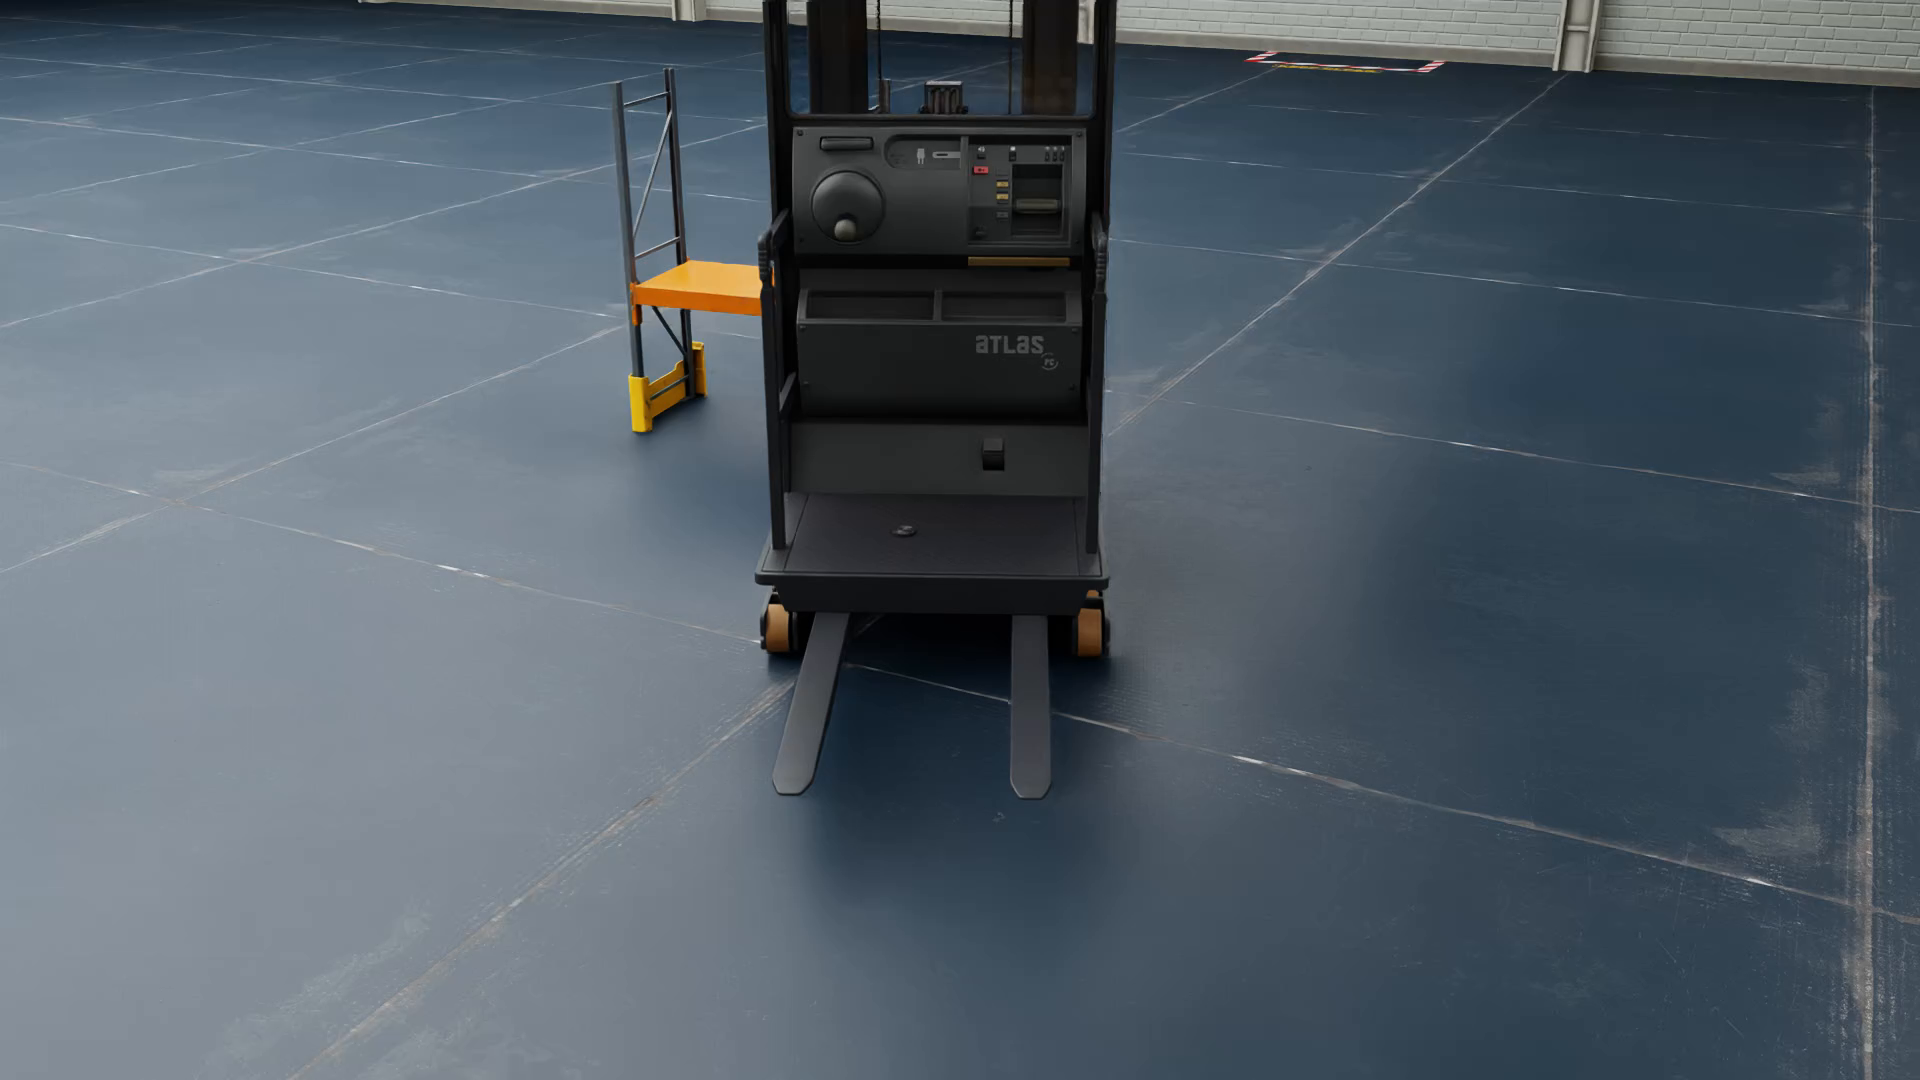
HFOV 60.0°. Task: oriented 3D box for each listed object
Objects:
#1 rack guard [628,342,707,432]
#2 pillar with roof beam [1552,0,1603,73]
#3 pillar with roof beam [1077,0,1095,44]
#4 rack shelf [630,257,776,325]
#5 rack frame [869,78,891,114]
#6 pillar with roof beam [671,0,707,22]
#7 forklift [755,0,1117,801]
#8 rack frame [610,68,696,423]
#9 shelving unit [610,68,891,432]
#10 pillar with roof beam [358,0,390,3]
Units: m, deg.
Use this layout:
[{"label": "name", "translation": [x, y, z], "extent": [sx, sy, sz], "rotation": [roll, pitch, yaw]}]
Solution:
[{"label": "rack guard", "translation": [-1.327, -0.703, 7.585], "extent": [0.087, 0.250, 0.587], "rotation": [8, 24, 18]}, {"label": "pillar with roof beam", "translation": [4.930, -7.910, 13.351], "extent": [0.400, 9.000, 9.100], "rotation": [11, 25, 25]}, {"label": "pillar with roof beam", "translation": [-0.425, -8.969, 15.842], "extent": [0.400, 9.000, 9.100], "rotation": [11, 25, 25]}, {"label": "rack shelf", "translation": [-0.865, -1.050, 7.262], "extent": [1.000, 0.185, 0.538], "rotation": [8, 24, 18]}, {"label": "rack frame", "translation": [-0.385, -1.150, 7.037], "extent": [0.032, 1.500, 0.500], "rotation": [8, 24, 18]}, {"label": "pillar with roof beam", "translation": [-5.779, -10.029, 18.333], "extent": [0.400, 9.000, 9.100], "rotation": [11, 25, 25]}, {"label": "forklift", "translation": [-0.071, -1.094, 5.076], "extent": [1.130, 2.935, 3.031], "rotation": [1, 23, 2]}, {"label": "rack frame", "translation": [-1.345, -1.281, 7.346], "extent": [0.032, 1.500, 0.500], "rotation": [8, 24, 18]}, {"label": "shelving unit", "translation": [-0.856, -1.214, 7.189], "extent": [1.083, 1.500, 0.587], "rotation": [8, 24, 18]}, {"label": "pillar with roof beam", "translation": [-11.134, -11.088, 20.824], "extent": [0.400, 9.000, 9.100], "rotation": [11, 25, 25]}]
